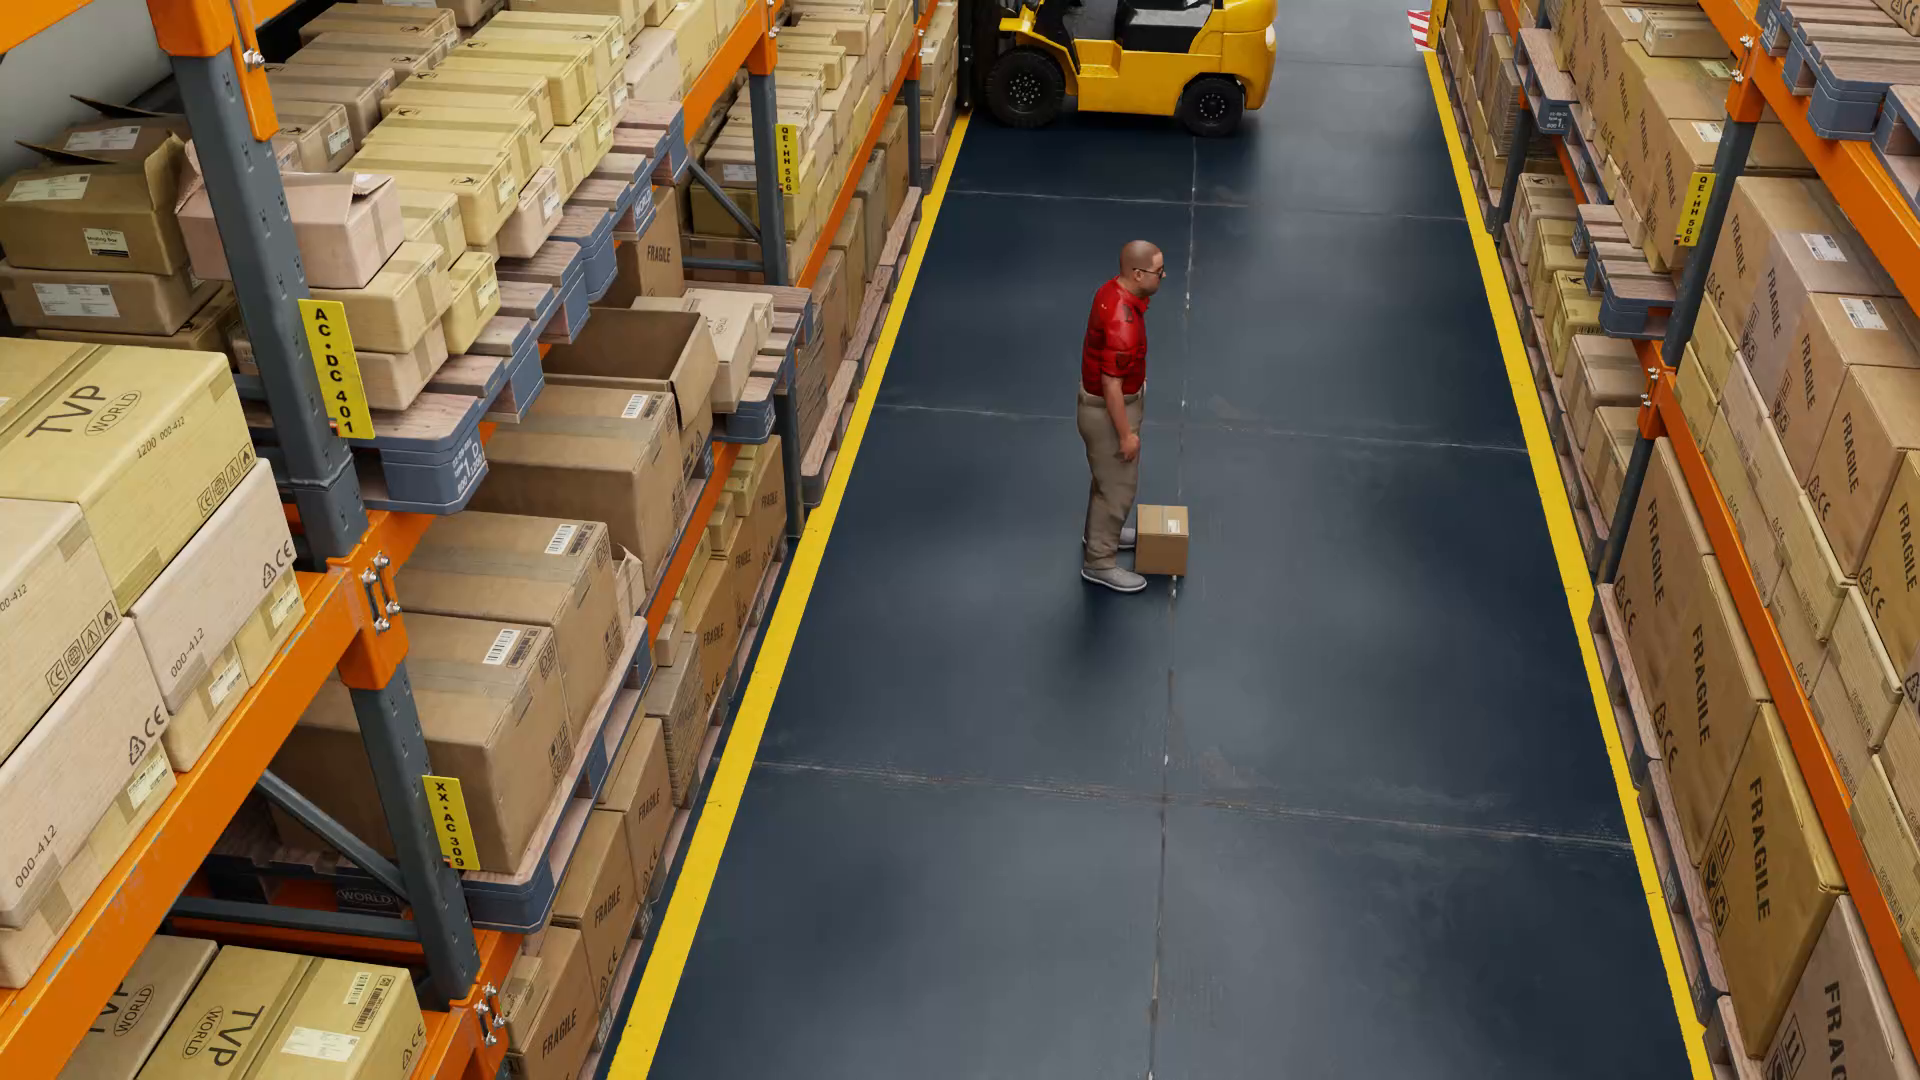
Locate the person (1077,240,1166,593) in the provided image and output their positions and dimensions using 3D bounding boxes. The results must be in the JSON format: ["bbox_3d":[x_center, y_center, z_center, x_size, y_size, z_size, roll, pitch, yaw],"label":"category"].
[{"bbox_3d":[0.752,-0.616,7.902,0.385,1.728,0.605,3,36,4],"label":"person"}]
